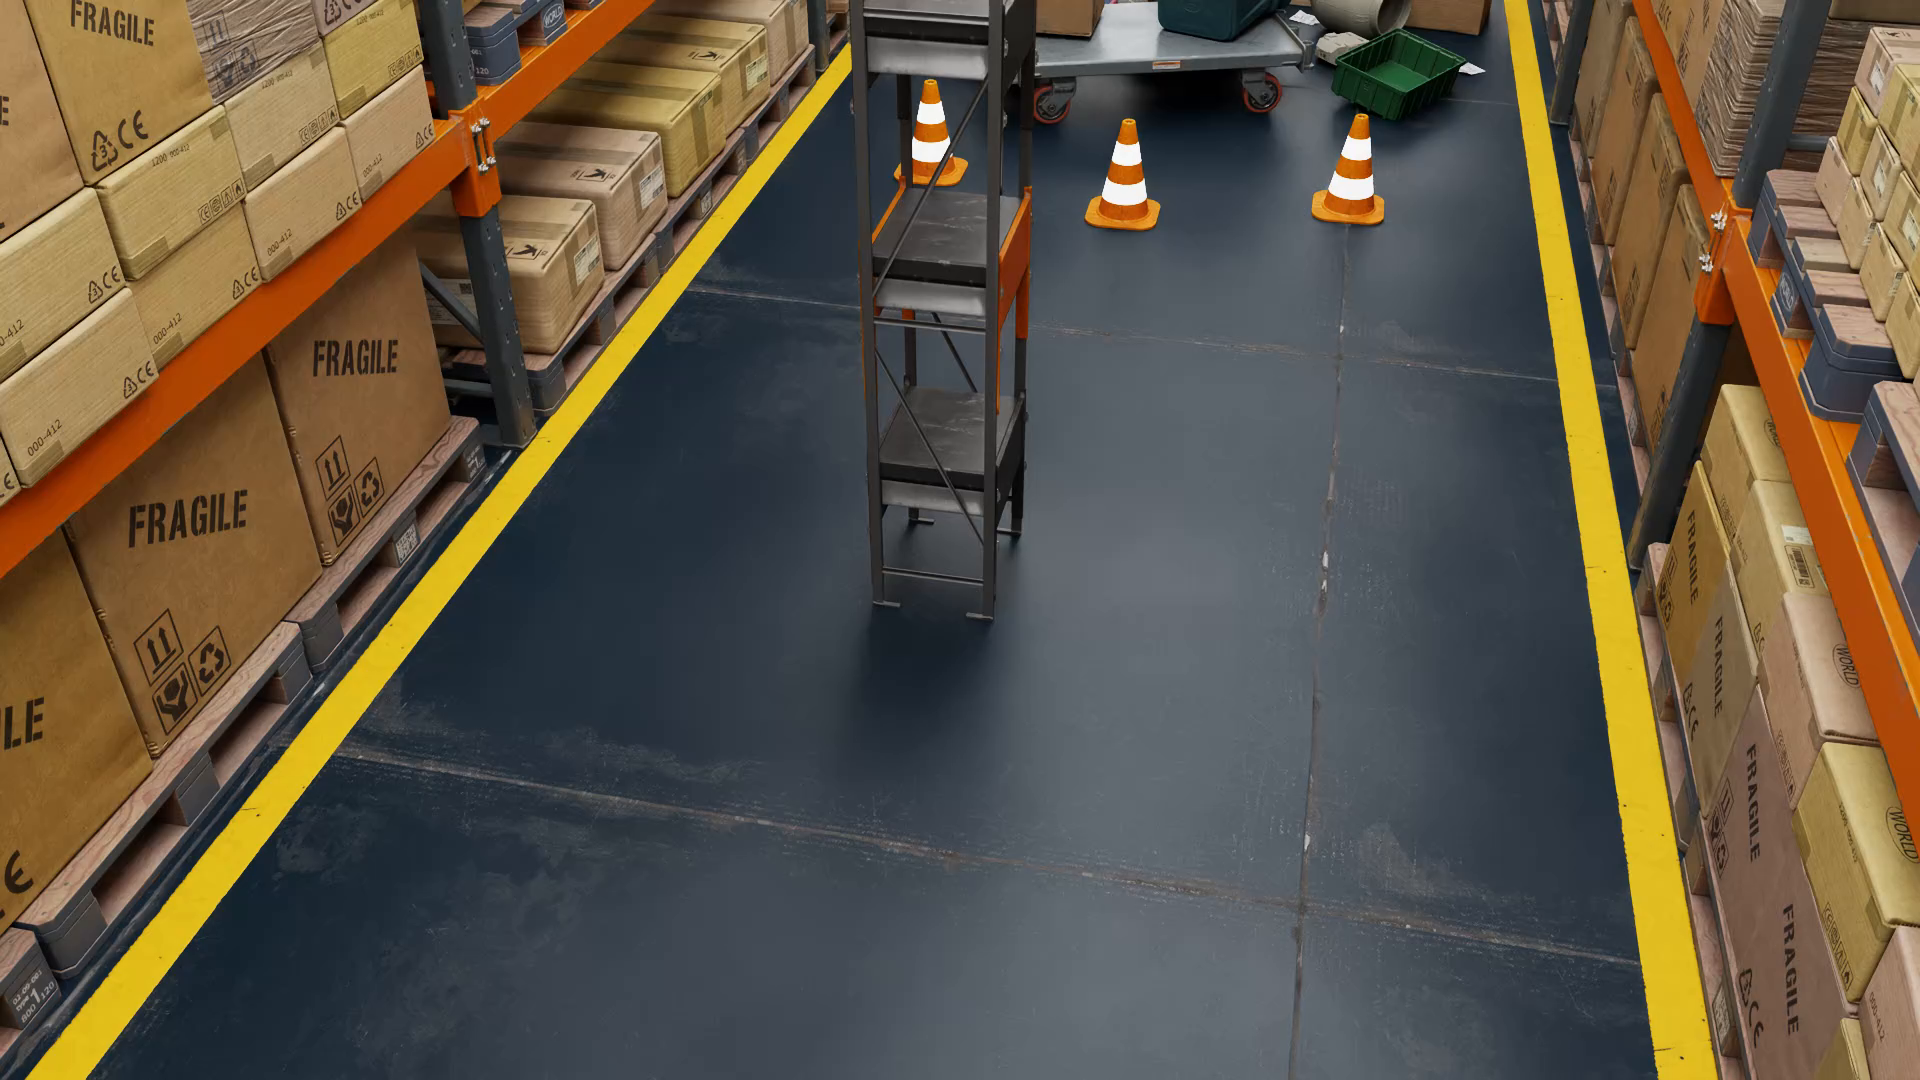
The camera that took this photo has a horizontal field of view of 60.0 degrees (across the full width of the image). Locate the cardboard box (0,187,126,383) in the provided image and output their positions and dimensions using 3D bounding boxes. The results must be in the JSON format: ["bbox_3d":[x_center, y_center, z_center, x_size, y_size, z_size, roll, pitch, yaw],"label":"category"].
[{"bbox_3d":[-2.262,-0.587,3.706,0.500,0.250,0.500,6,36,9],"label":"cardboard box"}]

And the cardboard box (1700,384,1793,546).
[{"bbox_3d":[2.373,-0.177,4.572,0.500,0.250,0.500,6,36,8],"label":"cardboard box"}]

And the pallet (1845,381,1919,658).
[{"bbox_3d":[2.374,0.137,3.169,1.003,0.211,1.213,7,37,10],"label":"pallet"}]

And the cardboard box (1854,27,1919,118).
[{"bbox_3d":[2.468,-1.147,4.126,0.380,0.149,0.250,7,37,10],"label":"cardboard box"}]

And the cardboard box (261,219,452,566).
[{"bbox_3d":[-2.330,-0.568,5.430,0.875,0.875,0.875,7,37,10],"label":"cardboard box"}]

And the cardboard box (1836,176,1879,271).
[{"bbox_3d":[2.406,-0.764,4.105,0.380,0.149,0.250,9,37,12],"label":"cardboard box"}]

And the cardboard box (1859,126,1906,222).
[{"bbox_3d":[2.401,-0.862,3.986,0.380,0.149,0.250,9,37,12],"label":"cardboard box"}]

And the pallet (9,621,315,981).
[{"bbox_3d":[-2.606,0.626,4.707,1.003,0.211,1.213,7,37,10],"label":"pallet"}]

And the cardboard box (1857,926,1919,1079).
[{"bbox_3d":[1.937,0.999,2.949,0.500,0.250,0.500,9,37,12],"label":"cardboard box"}]

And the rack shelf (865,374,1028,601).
[{"bbox_3d":[-0.035,-0.177,5.422,0.431,0.518,0.480,7,37,10],"label":"rack shelf"}]

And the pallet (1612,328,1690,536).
[{"bbox_3d":[2.998,-0.394,6.114,1.003,0.211,1.213,7,37,10],"label":"pallet"}]

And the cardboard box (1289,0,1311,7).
[{"bbox_3d":[2.179,-3.483,10.330,0.396,0.266,0.258,14,38,18],"label":"cardboard box"}]

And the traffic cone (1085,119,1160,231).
[{"bbox_3d":[0.771,-1.731,7.745,0.336,0.463,0.334,7,37,10],"label":"traffic cone"}]

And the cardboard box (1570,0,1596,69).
[{"bbox_3d":[3.814,-3.036,8.835,0.875,0.875,0.875,8,37,11],"label":"cardboard box"}]

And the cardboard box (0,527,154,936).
[{"bbox_3d":[-2.716,0.456,4.018,0.875,0.875,0.875,8,37,11],"label":"cardboard box"}]

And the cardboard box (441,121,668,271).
[{"bbox_3d":[-1.821,-1.496,7.140,0.950,0.372,0.625,7,36,9],"label":"cardboard box"}]

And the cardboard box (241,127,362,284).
[{"bbox_3d":[-2.049,-0.965,4.654,0.500,0.250,0.500,8,37,11],"label":"cardboard box"}]

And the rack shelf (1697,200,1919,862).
[{"bbox_3d":[2.329,0.357,3.314,1.077,0.370,4.000,7,37,10],"label":"rack shelf"}]

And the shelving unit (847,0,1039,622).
[{"bbox_3d":[-0.035,-0.755,5.003,0.431,2.100,0.503,7,37,10],"label":"shelving unit"}]

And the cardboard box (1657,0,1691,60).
[{"bbox_3d":[2.805,-1.986,5.848,0.500,0.500,0.500,7,36,9],"label":"cardboard box"}]

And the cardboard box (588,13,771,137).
[{"bbox_3d":[-1.506,-2.329,8.289,0.950,0.372,0.625,10,37,13],"label":"cardboard box"}]

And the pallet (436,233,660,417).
[{"bbox_3d":[-1.933,-0.962,6.898,1.003,0.211,1.213,7,37,10],"label":"pallet"}]

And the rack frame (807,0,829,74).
[{"bbox_3d":[-1.247,-3.937,8.626,1.000,3.000,0.127,7,37,10],"label":"rack frame"}]

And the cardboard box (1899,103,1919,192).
[{"bbox_3d":[2.357,-0.855,3.723,0.380,0.149,0.250,7,37,10],"label":"cardboard box"}]

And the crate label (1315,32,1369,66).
[{"bbox_3d":[2.188,-2.799,9.495,0.298,0.136,0.250,-17,39,-22],"label":"crate label"}]

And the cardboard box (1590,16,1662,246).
[{"bbox_3d":[3.356,-1.713,7.117,1.050,0.750,0.750,7,37,10],"label":"cardboard box"}]

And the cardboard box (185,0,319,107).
[{"bbox_3d":[-2.057,-1.464,4.277,0.500,0.500,0.500,8,37,11],"label":"cardboard box"}]

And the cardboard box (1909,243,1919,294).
[{"bbox_3d":[2.294,-0.564,3.575,0.380,0.149,0.250,7,37,10],"label":"cardboard box"}]

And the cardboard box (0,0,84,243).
[{"bbox_3d":[-2.285,-0.891,3.486,0.500,0.500,0.500,7,36,9],"label":"cardboard box"}]

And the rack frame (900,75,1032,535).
[{"bbox_3d":[0.017,-0.895,5.196,0.400,2.100,0.015,7,37,10],"label":"rack frame"}]

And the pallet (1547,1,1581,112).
[{"bbox_3d":[3.850,-2.671,9.256,1.003,0.211,1.213,7,37,10],"label":"pallet"}]

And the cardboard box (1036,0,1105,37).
[{"bbox_3d":[0.499,-3.025,8.853,0.500,0.500,0.500,7,37,10],"label":"cardboard box"}]

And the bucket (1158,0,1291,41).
[{"bbox_3d":[1.388,-3.031,8.870,0.726,0.611,0.620,20,51,26],"label":"bucket"}]

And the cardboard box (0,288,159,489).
[{"bbox_3d":[-2.254,-0.383,3.850,0.500,0.250,0.500,7,36,9],"label":"cardboard box"}]

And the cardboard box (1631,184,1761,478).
[{"bbox_3d":[2.974,-0.678,5.688,1.050,0.750,0.750,7,36,9],"label":"cardboard box"}]

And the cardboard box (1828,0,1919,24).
[{"bbox_3d":[2.862,-1.782,4.716,0.700,0.500,0.500,7,37,10],"label":"cardboard box"}]

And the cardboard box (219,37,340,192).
[{"bbox_3d":[-2.062,-1.181,4.525,0.500,0.250,0.500,6,36,9],"label":"cardboard box"}]

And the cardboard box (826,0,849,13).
[{"bbox_3d":[-0.857,-3.298,9.729,0.500,0.250,0.500,6,36,8],"label":"cardboard box"}]

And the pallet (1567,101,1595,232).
[{"bbox_3d":[3.520,-1.793,8.044,1.003,0.211,1.213,7,37,10],"label":"pallet"}]

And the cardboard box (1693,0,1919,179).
[{"bbox_3d":[2.590,-1.413,5.059,0.500,0.500,0.500,7,37,10],"label":"cardboard box"}]

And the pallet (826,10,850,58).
[{"bbox_3d":[-1.138,-3.197,9.981,1.003,0.211,1.213,7,37,10],"label":"pallet"}]

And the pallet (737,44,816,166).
[{"bbox_3d":[-1.411,-2.361,8.828,1.003,0.211,1.213,7,37,10],"label":"pallet"}]

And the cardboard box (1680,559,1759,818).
[{"bbox_3d":[2.252,0.423,4.382,0.500,0.500,0.500,8,37,11],"label":"cardboard box"}]

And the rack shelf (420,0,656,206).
[{"bbox_3d":[-1.674,-2.499,7.255,1.077,0.370,4.000,7,37,10],"label":"rack shelf"}]

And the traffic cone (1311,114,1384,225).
[{"bbox_3d":[1.849,-1.767,7.794,0.336,0.463,0.334,7,37,10],"label":"traffic cone"}]

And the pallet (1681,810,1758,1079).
[{"bbox_3d":[2.325,1.193,3.924,1.003,0.211,1.213,7,37,10],"label":"pallet"}]

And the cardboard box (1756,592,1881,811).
[{"bbox_3d":[2.146,0.395,3.782,0.500,0.250,0.500,8,37,10],"label":"cardboard box"}]

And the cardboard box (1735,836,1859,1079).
[{"bbox_3d":[2.038,1.011,3.571,0.500,0.500,0.500,7,36,9],"label":"cardboard box"}]

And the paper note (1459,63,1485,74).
[{"bbox_3d":[2.870,-2.671,9.409,0.147,0.020,0.142,-17,39,-22],"label":"paper note"}]

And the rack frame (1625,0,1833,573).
[{"bbox_3d":[2.756,-1.081,4.685,1.000,3.000,0.127,7,37,10],"label":"rack frame"}]

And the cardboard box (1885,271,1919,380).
[{"bbox_3d":[2.293,-0.455,3.677,0.380,0.149,0.250,9,37,12],"label":"cardboard box"}]

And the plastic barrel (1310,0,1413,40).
[{"bbox_3d":[2.355,-3.174,9.768,0.421,0.421,0.512,-24,42,-30],"label":"plastic barrel"}]
